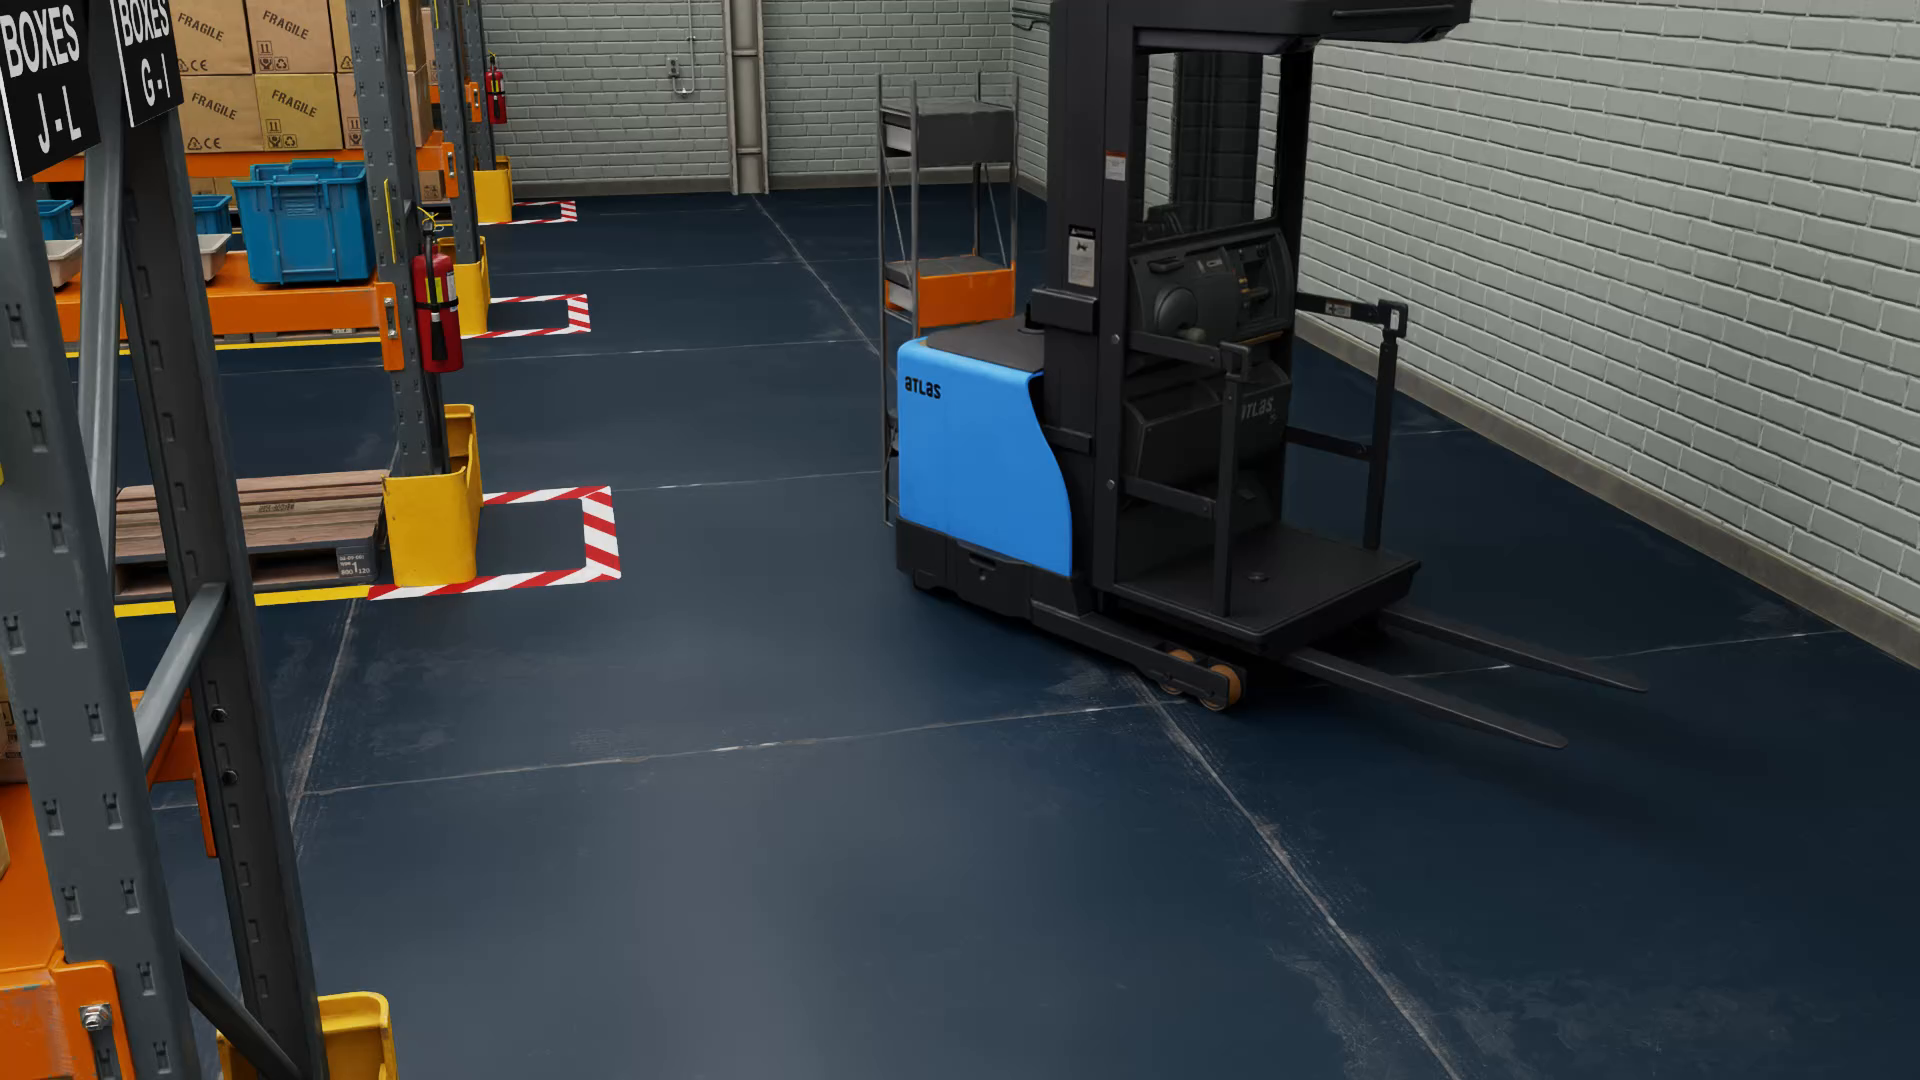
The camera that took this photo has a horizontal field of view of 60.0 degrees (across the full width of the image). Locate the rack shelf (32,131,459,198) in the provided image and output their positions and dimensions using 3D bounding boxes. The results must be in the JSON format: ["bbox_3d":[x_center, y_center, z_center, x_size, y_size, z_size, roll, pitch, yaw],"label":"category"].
[{"bbox_3d":[-5.534,-2.560,11.489,4.000,0.370,1.077,-5,21,-12],"label":"rack shelf"}]

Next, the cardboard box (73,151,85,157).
[{"bbox_3d":[-5.937,-2.816,10.997,0.500,0.500,0.500,-5,21,-13],"label":"cardboard box"}]

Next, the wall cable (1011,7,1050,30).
[{"bbox_3d":[0.855,-6.401,16.721,0.112,2.526,3.097,-5,21,-12],"label":"wall cable"}]

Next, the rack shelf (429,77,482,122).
[{"bbox_3d":[-6.677,-4.218,16.015,4.000,0.370,1.077,-5,21,-12],"label":"rack shelf"}]

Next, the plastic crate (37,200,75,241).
[{"bbox_3d":[-4.049,-1.334,7.252,0.300,0.233,0.416,-5,21,-12],"label":"plastic crate"}]

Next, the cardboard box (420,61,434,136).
[{"bbox_3d":[-4.080,-3.157,11.926,0.500,0.500,0.500,-4,21,-11],"label":"cardboard box"}]

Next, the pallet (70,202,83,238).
[{"bbox_3d":[-7.866,-3.122,16.032,1.213,0.211,1.003,-5,21,-12],"label":"pallet"}]

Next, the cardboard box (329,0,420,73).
[{"bbox_3d":[-3.957,-3.446,11.261,0.500,0.500,0.500,-5,21,-13],"label":"cardboard box"}]

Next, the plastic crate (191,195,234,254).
[{"bbox_3d":[-3.408,-1.386,7.394,0.300,0.233,0.416,-5,21,-12],"label":"plastic crate"}]

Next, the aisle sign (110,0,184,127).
[{"bbox_3d":[-1.311,-1.067,2.587,0.004,0.787,0.394,-5,21,-12],"label":"aisle sign"}]

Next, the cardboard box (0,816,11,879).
[{"bbox_3d":[-1.582,0.516,2.410,0.250,0.149,0.380,-4,21,-11],"label":"cardboard box"}]

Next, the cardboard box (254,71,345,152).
[{"bbox_3d":[-4.465,-2.935,11.320,0.500,0.500,0.500,-4,21,-12],"label":"cardboard box"}]

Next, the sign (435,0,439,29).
[{"bbox_3d":[-3.479,-3.561,11.033,0.005,0.325,0.100,-5,21,-12],"label":"sign"}]

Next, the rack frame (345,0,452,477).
[{"bbox_3d":[-2.451,-1.398,7.271,0.127,3.000,1.000,-5,21,-12],"label":"rack frame"}]

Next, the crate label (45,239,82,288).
[{"bbox_3d":[-3.754,-1.129,6.832,0.243,0.136,0.396,-5,21,-12],"label":"crate label"}]

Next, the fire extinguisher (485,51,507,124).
[{"bbox_3d":[-4.478,-4.360,16.012,0.183,0.674,0.296,-5,21,-12],"label":"fire extinguisher"}]

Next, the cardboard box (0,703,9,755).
[{"bbox_3d":[-1.722,0.318,2.372,0.500,0.250,0.500,-5,21,-13],"label":"cardboard box"}]

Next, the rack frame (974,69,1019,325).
[{"bbox_3d":[0.161,-1.083,7.717,0.015,2.100,0.400,-10,22,-24],"label":"rack frame"}]

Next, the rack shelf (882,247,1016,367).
[{"bbox_3d":[-0.058,-1.033,7.621,0.480,0.518,0.431,-10,22,-24],"label":"rack shelf"}]

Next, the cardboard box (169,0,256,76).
[{"bbox_3d":[-4.952,-3.363,11.035,0.500,0.500,0.500,-4,21,-11],"label":"cardboard box"}]

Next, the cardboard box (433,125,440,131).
[{"bbox_3d":[-5.314,-4.030,16.537,0.250,0.149,0.380,-5,21,-12],"label":"cardboard box"}]

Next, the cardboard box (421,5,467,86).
[{"bbox_3d":[-5.225,-4.812,16.153,0.700,0.700,0.980,-4,20,-10],"label":"cardboard box"}]

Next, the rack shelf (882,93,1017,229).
[{"bbox_3d":[-0.058,-1.690,7.380,0.480,0.518,0.431,-10,22,-24],"label":"rack shelf"}]

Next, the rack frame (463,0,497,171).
[{"bbox_3d":[-4.731,-4.714,16.324,0.127,3.000,1.000,-5,21,-12],"label":"rack frame"}]

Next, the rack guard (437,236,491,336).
[{"bbox_3d":[-3.661,-1.877,12.211,0.348,0.500,1.175,-5,21,-12],"label":"rack guard"}]

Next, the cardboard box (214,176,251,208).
[{"bbox_3d":[-6.883,-3.525,16.099,0.500,0.500,0.700,-4,21,-11],"label":"cardboard box"}]

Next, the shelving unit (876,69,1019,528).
[{"bbox_3d":[-0.058,-1.046,7.616,0.503,2.100,0.431,-10,22,-24],"label":"shelving unit"}]

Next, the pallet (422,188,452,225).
[{"bbox_3d":[-5.491,-3.316,16.559,1.213,0.211,1.003,-5,21,-12],"label":"pallet"}]

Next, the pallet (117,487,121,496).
[{"bbox_3d":[-4.448,0.059,7.347,1.213,0.211,1.003,-5,21,-12],"label":"pallet"}]

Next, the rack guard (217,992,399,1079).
[{"bbox_3d":[-1.288,1.432,3.180,0.348,0.500,1.175,-5,21,-12],"label":"rack guard"}]

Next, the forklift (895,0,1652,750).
[{"bbox_3d":[1.110,-0.950,6.146,1.130,2.935,3.031,-19,27,-41],"label":"forklift"}]

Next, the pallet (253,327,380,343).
[{"bbox_3d":[-4.437,-1.678,12.088,1.213,0.211,1.003,-5,21,-12],"label":"pallet"}]
